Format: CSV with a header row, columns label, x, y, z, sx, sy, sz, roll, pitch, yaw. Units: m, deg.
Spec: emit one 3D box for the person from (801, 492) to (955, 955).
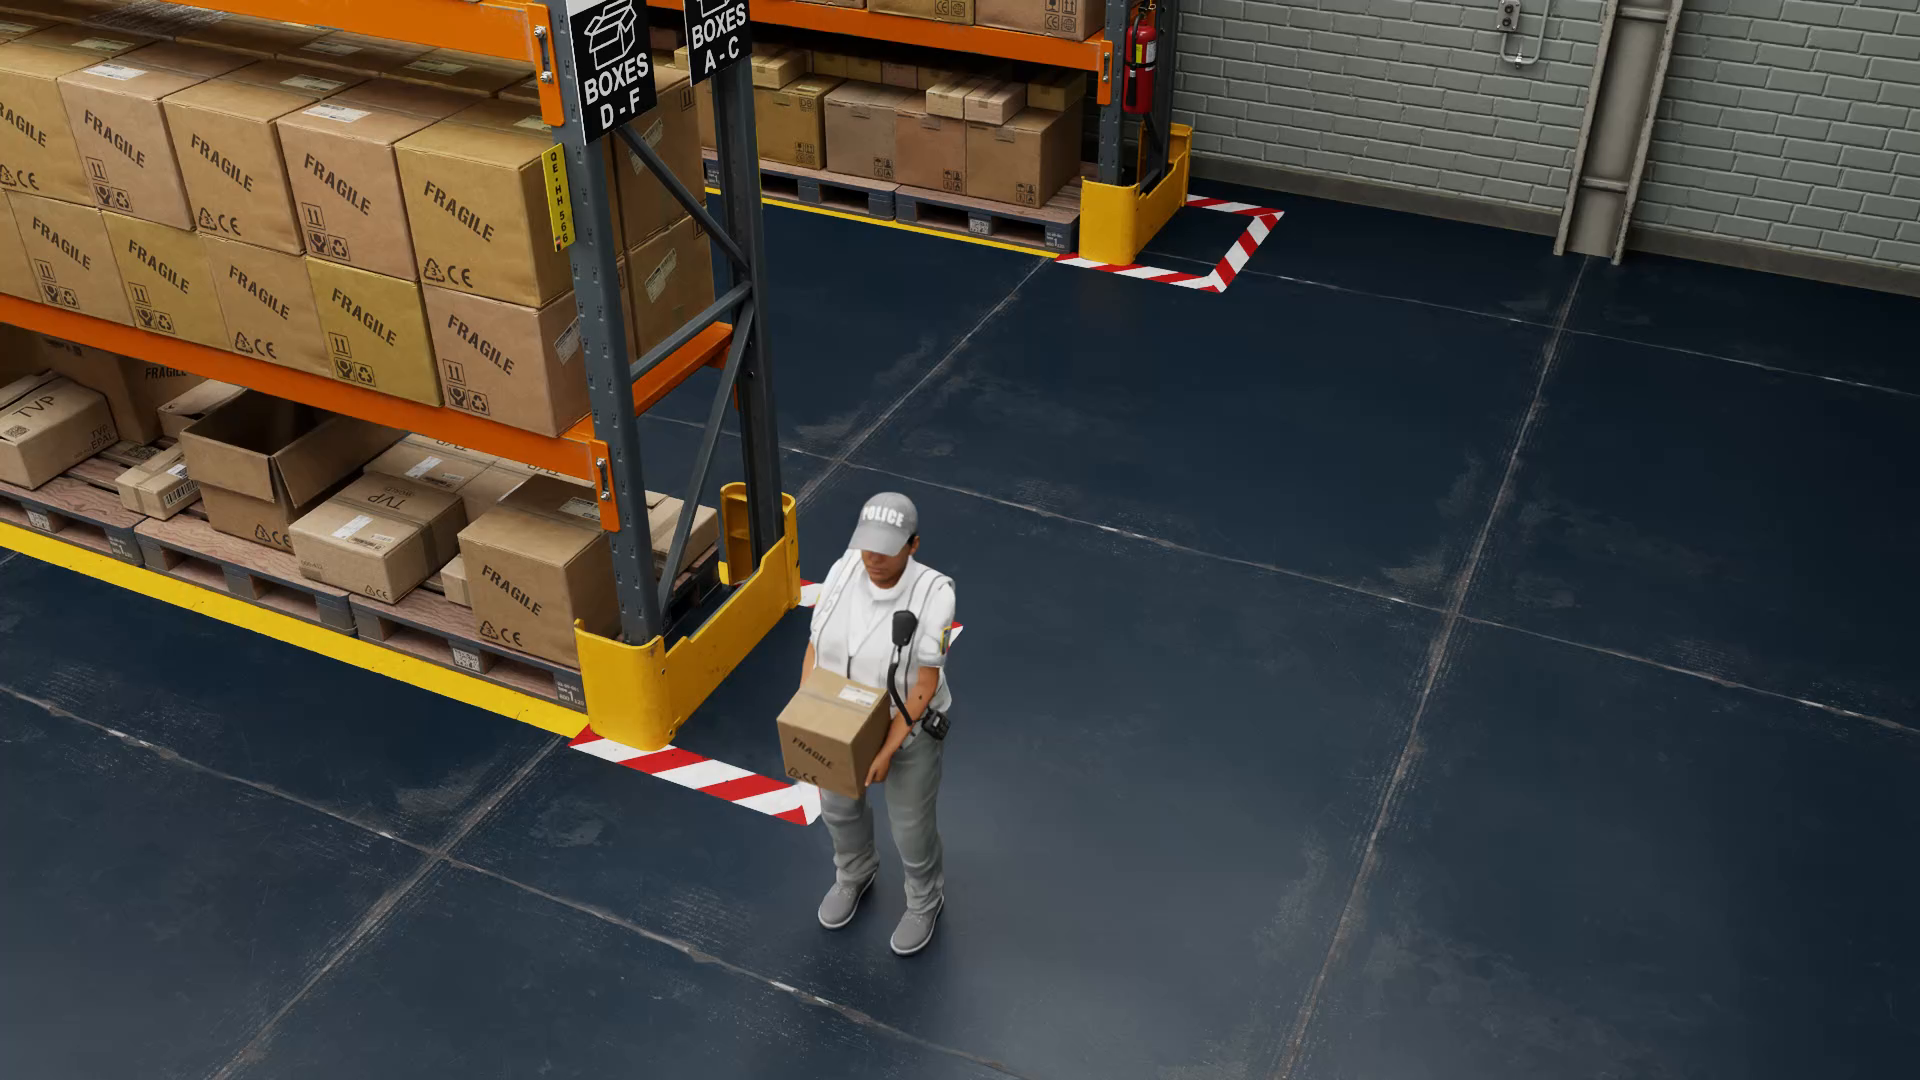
label,x,y,z,sx,sy,sz,roll,pitch,yaw
person,-0.277,0.619,5.228,0.454,1.655,0.535,15,37,21
